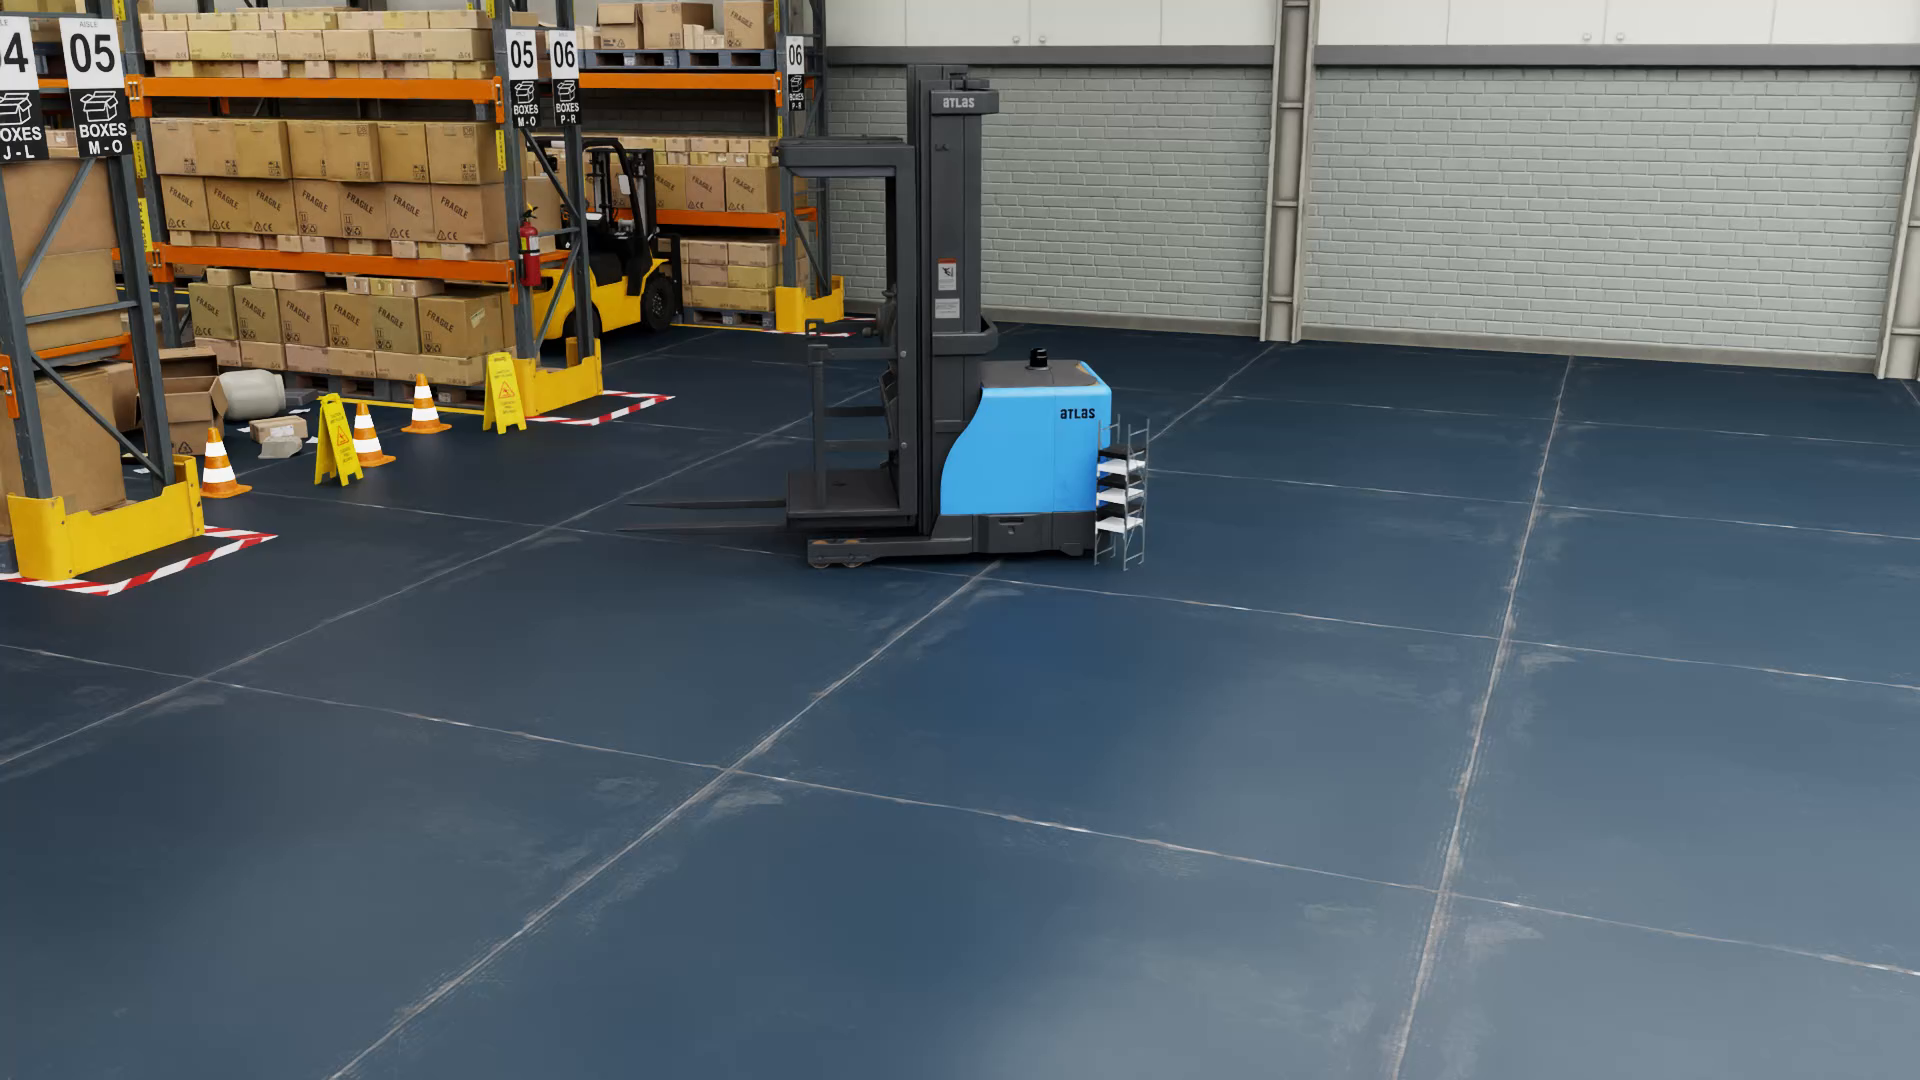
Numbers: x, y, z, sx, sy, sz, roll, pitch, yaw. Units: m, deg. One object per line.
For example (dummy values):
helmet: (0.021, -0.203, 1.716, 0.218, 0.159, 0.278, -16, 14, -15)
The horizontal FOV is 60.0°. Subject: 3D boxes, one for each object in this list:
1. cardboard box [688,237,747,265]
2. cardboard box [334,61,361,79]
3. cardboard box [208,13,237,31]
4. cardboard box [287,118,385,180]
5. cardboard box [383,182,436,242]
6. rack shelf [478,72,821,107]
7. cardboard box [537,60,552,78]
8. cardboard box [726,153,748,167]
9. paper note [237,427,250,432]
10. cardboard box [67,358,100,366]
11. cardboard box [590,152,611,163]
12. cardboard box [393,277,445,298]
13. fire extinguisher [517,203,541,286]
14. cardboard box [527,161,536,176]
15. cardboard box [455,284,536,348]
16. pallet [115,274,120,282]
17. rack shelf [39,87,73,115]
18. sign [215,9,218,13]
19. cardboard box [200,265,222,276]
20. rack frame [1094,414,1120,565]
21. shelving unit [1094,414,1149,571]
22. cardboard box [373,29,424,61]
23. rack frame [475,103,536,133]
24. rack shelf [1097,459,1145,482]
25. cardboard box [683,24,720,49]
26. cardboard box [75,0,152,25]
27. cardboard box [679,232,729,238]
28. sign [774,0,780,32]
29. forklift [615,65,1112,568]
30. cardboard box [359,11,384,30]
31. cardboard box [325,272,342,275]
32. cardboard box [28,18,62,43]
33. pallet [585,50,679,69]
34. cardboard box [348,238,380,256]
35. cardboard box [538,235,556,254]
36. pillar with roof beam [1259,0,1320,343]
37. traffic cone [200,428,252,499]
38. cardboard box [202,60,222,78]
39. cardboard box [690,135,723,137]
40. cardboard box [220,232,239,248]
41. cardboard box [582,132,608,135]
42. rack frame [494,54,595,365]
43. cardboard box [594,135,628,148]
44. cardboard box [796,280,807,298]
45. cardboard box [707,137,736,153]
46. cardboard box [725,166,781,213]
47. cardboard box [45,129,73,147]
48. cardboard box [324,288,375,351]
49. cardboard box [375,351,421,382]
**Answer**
cardboard box: (-2.773, -3.321, 19.120, 0.500, 0.250, 0.500, 7, 17, 22)
cardboard box: (-5.187, -4.077, 14.409, 0.250, 0.149, 0.380, 6, 17, 19)
cardboard box: (-6.389, -4.568, 14.670, 0.250, 0.149, 0.380, 6, 17, 20)
cardboard box: (-5.520, -3.488, 14.803, 0.500, 0.500, 0.700, 6, 17, 20)
cardboard box: (-4.641, -2.883, 14.510, 0.500, 0.500, 0.500, 6, 17, 21)
rack shelf: (-3.614, -5.243, 19.263, 4.000, 0.370, 1.077, 6, 17, 21)
cardboard box: (-3.761, -4.093, 14.464, 0.250, 0.149, 0.380, 6, 17, 21)
cardboard box: (-2.427, -4.284, 18.707, 0.250, 0.149, 0.380, 7, 17, 22)
paper note: (-5.916, -0.930, 13.844, 0.142, 0.019, 0.148, 14, 21, 40)
cardboard box: (-7.917, -1.763, 14.492, 0.500, 0.500, 0.500, 6, 17, 21)
cardboard box: (-4.094, -4.473, 19.357, 0.250, 0.149, 0.380, 6, 17, 19)
cardboard box: (-4.778, -2.243, 14.689, 0.250, 0.149, 0.380, 7, 18, 22)
fire extinguisher: (-3.634, -2.487, 13.999, 0.183, 0.674, 0.296, 6, 17, 21)
cardboard box: (-5.157, -4.287, 19.882, 0.500, 0.500, 0.500, 6, 17, 19)
cardboard box: (-4.242, -2.053, 15.199, 0.500, 0.500, 0.500, 6, 17, 19)
pallet: (-12.146, -3.758, 23.240, 1.213, 0.211, 1.003, 6, 17, 21)
rack shelf: (-7.154, -2.661, 10.369, 4.000, 0.370, 1.077, 6, 17, 21)
sign: (-7.100, -4.895, 15.847, 0.005, 0.325, 0.100, 6, 17, 21)
cardboard box: (-9.668, -3.750, 21.942, 0.500, 0.500, 0.500, 7, 18, 22)
rack frame: (0.893, -0.305, 10.105, 0.006, 0.900, 0.240, 12, 20, 34)
shelving unit: (0.976, -0.288, 10.048, 0.210, 0.900, 0.258, 12, 20, 34)
cardboard box: (-4.609, -4.204, 14.131, 0.500, 0.250, 0.500, 6, 17, 20)
rack frame: (-5.474, -4.352, 20.285, 0.127, 3.000, 1.000, 6, 17, 21)
rack shelf: (0.977, -0.428, 10.006, 0.200, 0.077, 0.258, 12, 20, 34)
cardboard box: (-2.872, -5.601, 18.514, 0.258, 0.266, 0.396, 6, 17, 21)
cardboard box: (-7.878, -4.901, 15.414, 0.500, 0.250, 0.500, 7, 17, 22)
cardboard box: (-3.058, -3.507, 19.758, 0.500, 0.250, 0.500, 6, 17, 20)
sign: (-1.965, -5.632, 17.865, 0.005, 0.325, 0.100, 6, 17, 21)
forklift: (-0.619, -1.390, 10.206, 3.031, 2.935, 1.130, -2, 16, -5)
cardboard box: (-4.906, -4.440, 14.228, 0.250, 0.149, 0.380, 6, 17, 21)
cardboard box: (-8.010, -3.691, 21.512, 0.625, 0.625, 0.875, 7, 18, 22)
cardboard box: (-5.495, -3.049, 9.934, 0.250, 0.149, 0.380, 6, 17, 21)
pallet: (-3.541, -5.545, 19.171, 1.213, 0.211, 1.003, 6, 17, 21)
cardboard box: (-5.213, -2.630, 14.804, 0.250, 0.149, 0.380, 6, 17, 20)
cardboard box: (-3.811, -2.623, 14.780, 0.250, 0.149, 0.380, 6, 17, 21)
pillar with roof beam: (1.932, -5.399, 13.130, 0.400, 9.000, 9.100, 6, 17, 21)
traffic cone: (-5.266, -0.566, 11.792, 0.334, 0.463, 0.336, 6, 17, 21)
cardboard box: (-6.598, -4.251, 15.007, 0.250, 0.149, 0.380, 6, 17, 21)
cardboard box: (-2.948, -4.644, 19.413, 0.250, 0.149, 0.380, 7, 18, 22)
cardboard box: (-6.605, -2.797, 15.378, 0.250, 0.149, 0.380, 6, 17, 20)
cardboard box: (-4.341, -4.831, 20.058, 0.250, 0.149, 0.380, 6, 17, 20)
rack frame: (-3.571, -2.655, 14.440, 0.127, 3.000, 1.000, 6, 17, 21)
cardboard box: (-4.059, -4.634, 19.379, 0.250, 0.149, 0.380, 6, 17, 20)
cardboard box: (-2.139, -2.925, 19.548, 0.500, 0.250, 0.500, 6, 17, 21)
cardboard box: (-2.658, -4.464, 18.795, 0.250, 0.149, 0.380, 7, 17, 22)
cardboard box: (-2.308, -3.973, 18.801, 0.500, 0.500, 0.500, 6, 17, 19)
cardboard box: (-8.714, -3.846, 15.913, 0.250, 0.149, 0.380, 6, 17, 18)
cardboard box: (-5.366, -2.017, 15.075, 0.500, 0.500, 0.500, 6, 17, 19)
cardboard box: (-4.901, -1.605, 14.999, 0.500, 0.250, 0.500, 6, 17, 21)
